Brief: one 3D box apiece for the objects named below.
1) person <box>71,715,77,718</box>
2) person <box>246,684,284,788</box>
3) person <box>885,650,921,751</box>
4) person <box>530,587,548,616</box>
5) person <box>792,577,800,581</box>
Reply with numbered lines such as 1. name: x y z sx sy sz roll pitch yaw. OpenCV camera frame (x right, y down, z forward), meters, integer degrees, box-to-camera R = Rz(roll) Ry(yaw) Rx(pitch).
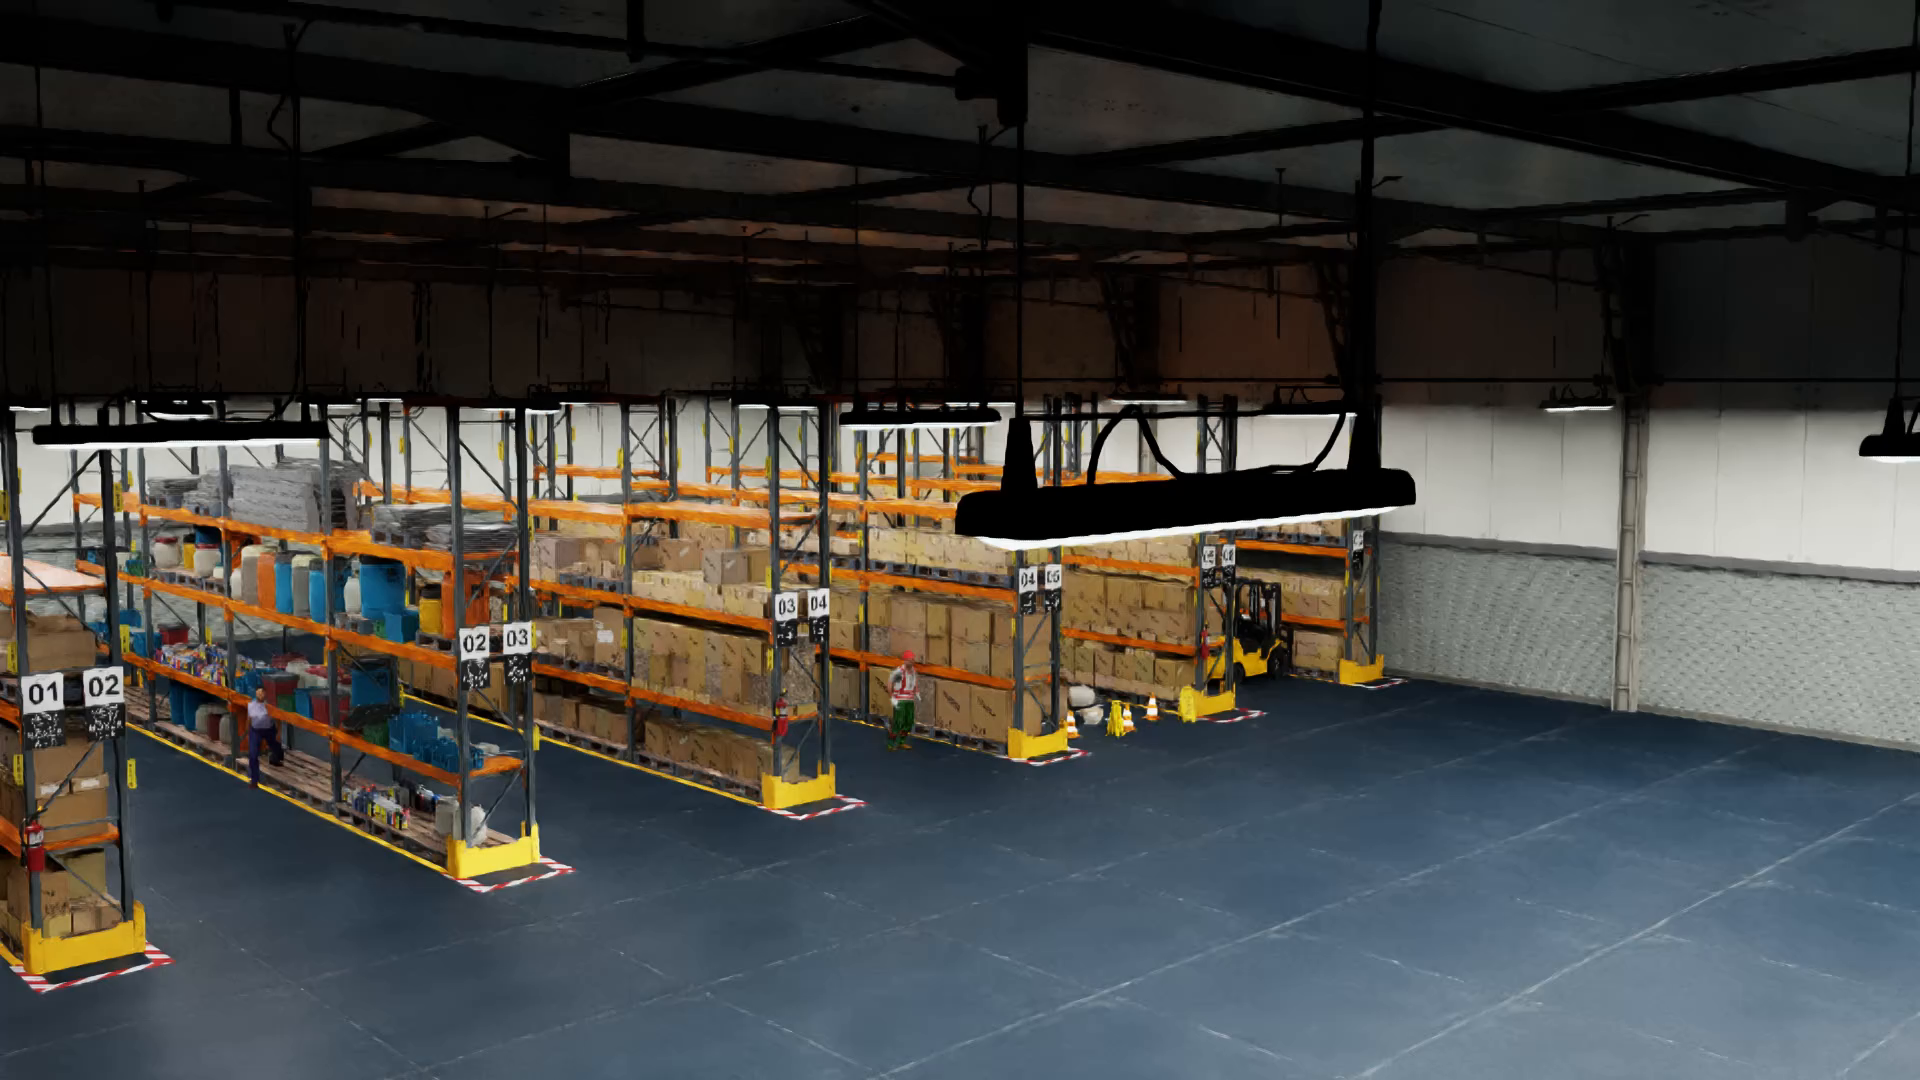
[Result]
1. person: -16.557 2.470 31.091 0.582 1.685 1.120 -5 7 -40
2. person: -10.899 3.019 26.064 0.540 1.592 0.845 -2 6 -21
3. person: -0.953 2.732 28.367 0.677 1.742 0.547 -5 8 -44
4. person: -10.984 1.283 43.192 0.579 1.782 0.624 1 6 13
5. person: -3.799 1.743 38.200 0.643 1.763 0.673 -2 6 -23
